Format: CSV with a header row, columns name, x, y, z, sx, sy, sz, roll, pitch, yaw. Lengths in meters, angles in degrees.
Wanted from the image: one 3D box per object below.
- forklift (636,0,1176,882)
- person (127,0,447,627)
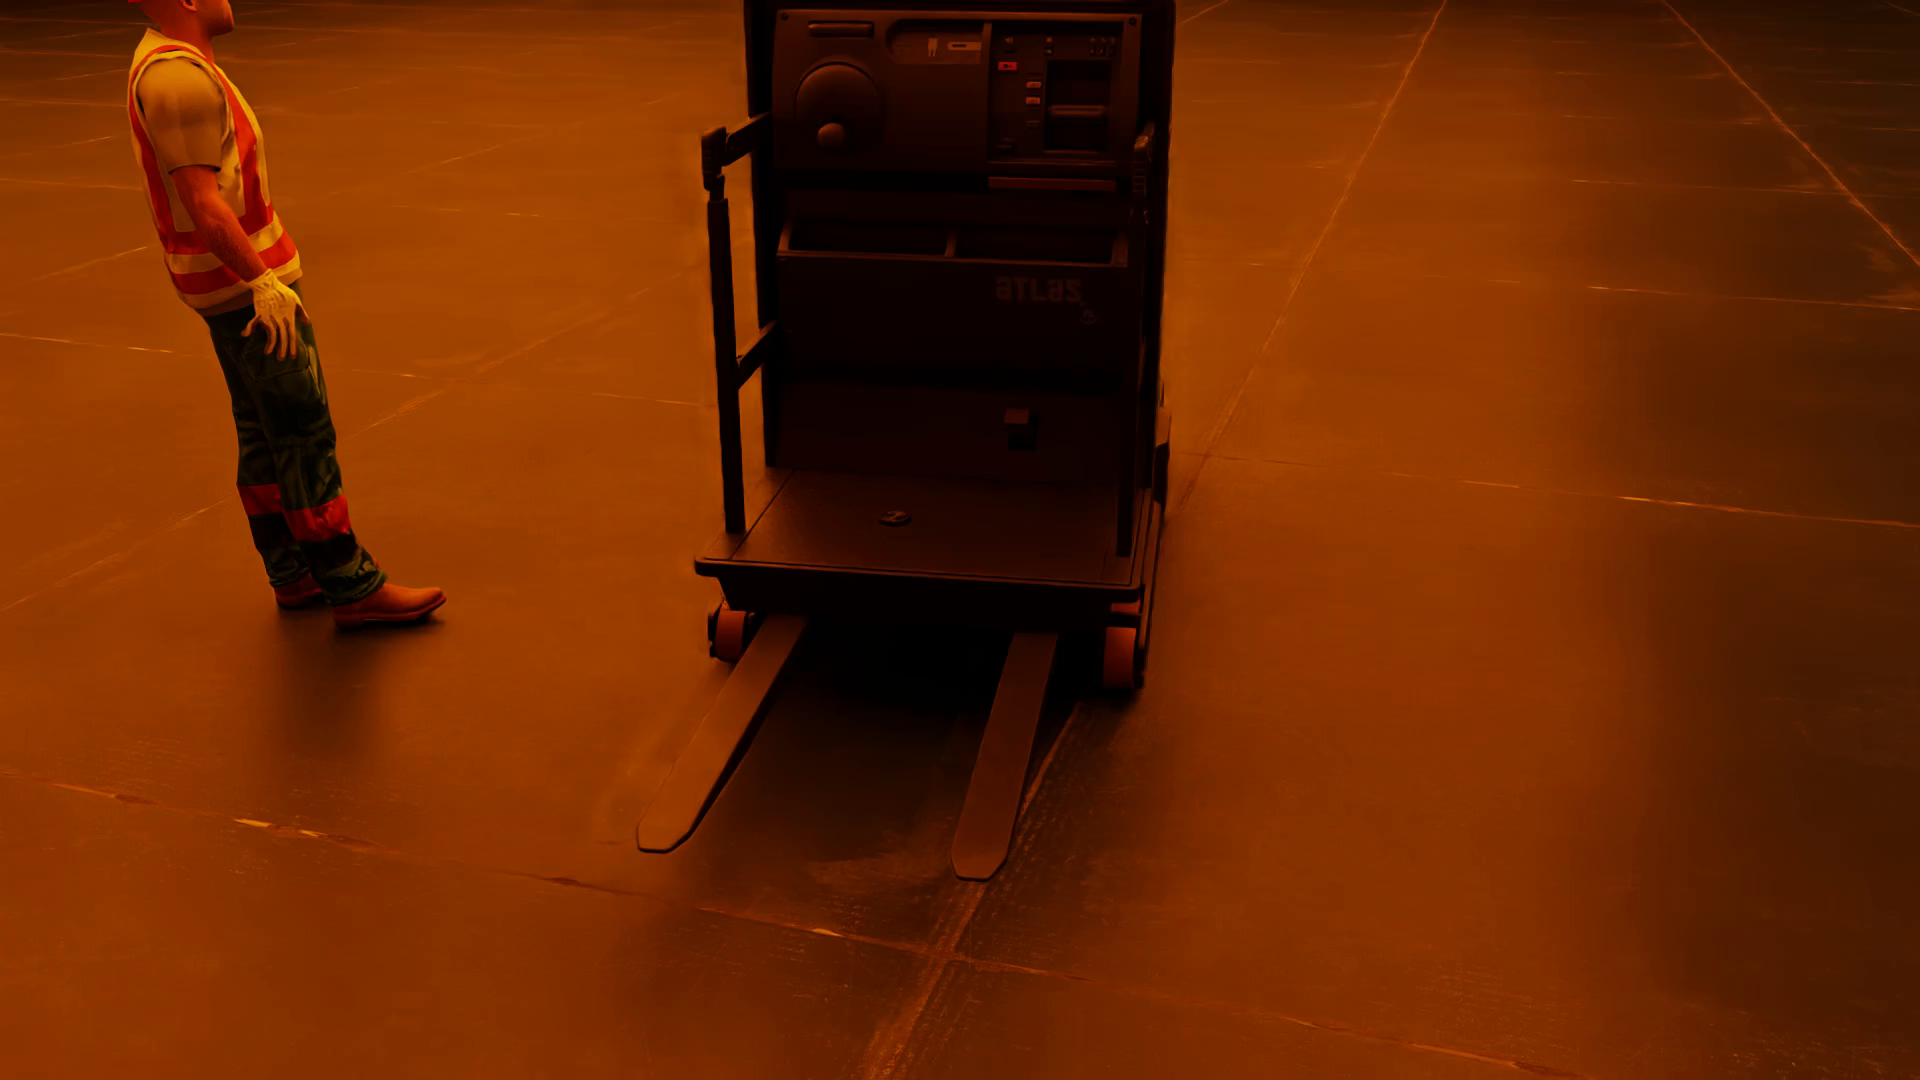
name,x,y,z,sx,sy,sz,roll,pitch,yaw
forklift,-0.044,-1.119,3.989,1.130,2.935,3.031,3,23,8
person,-1.798,-0.668,4.377,0.561,1.788,0.639,-12,25,-26
